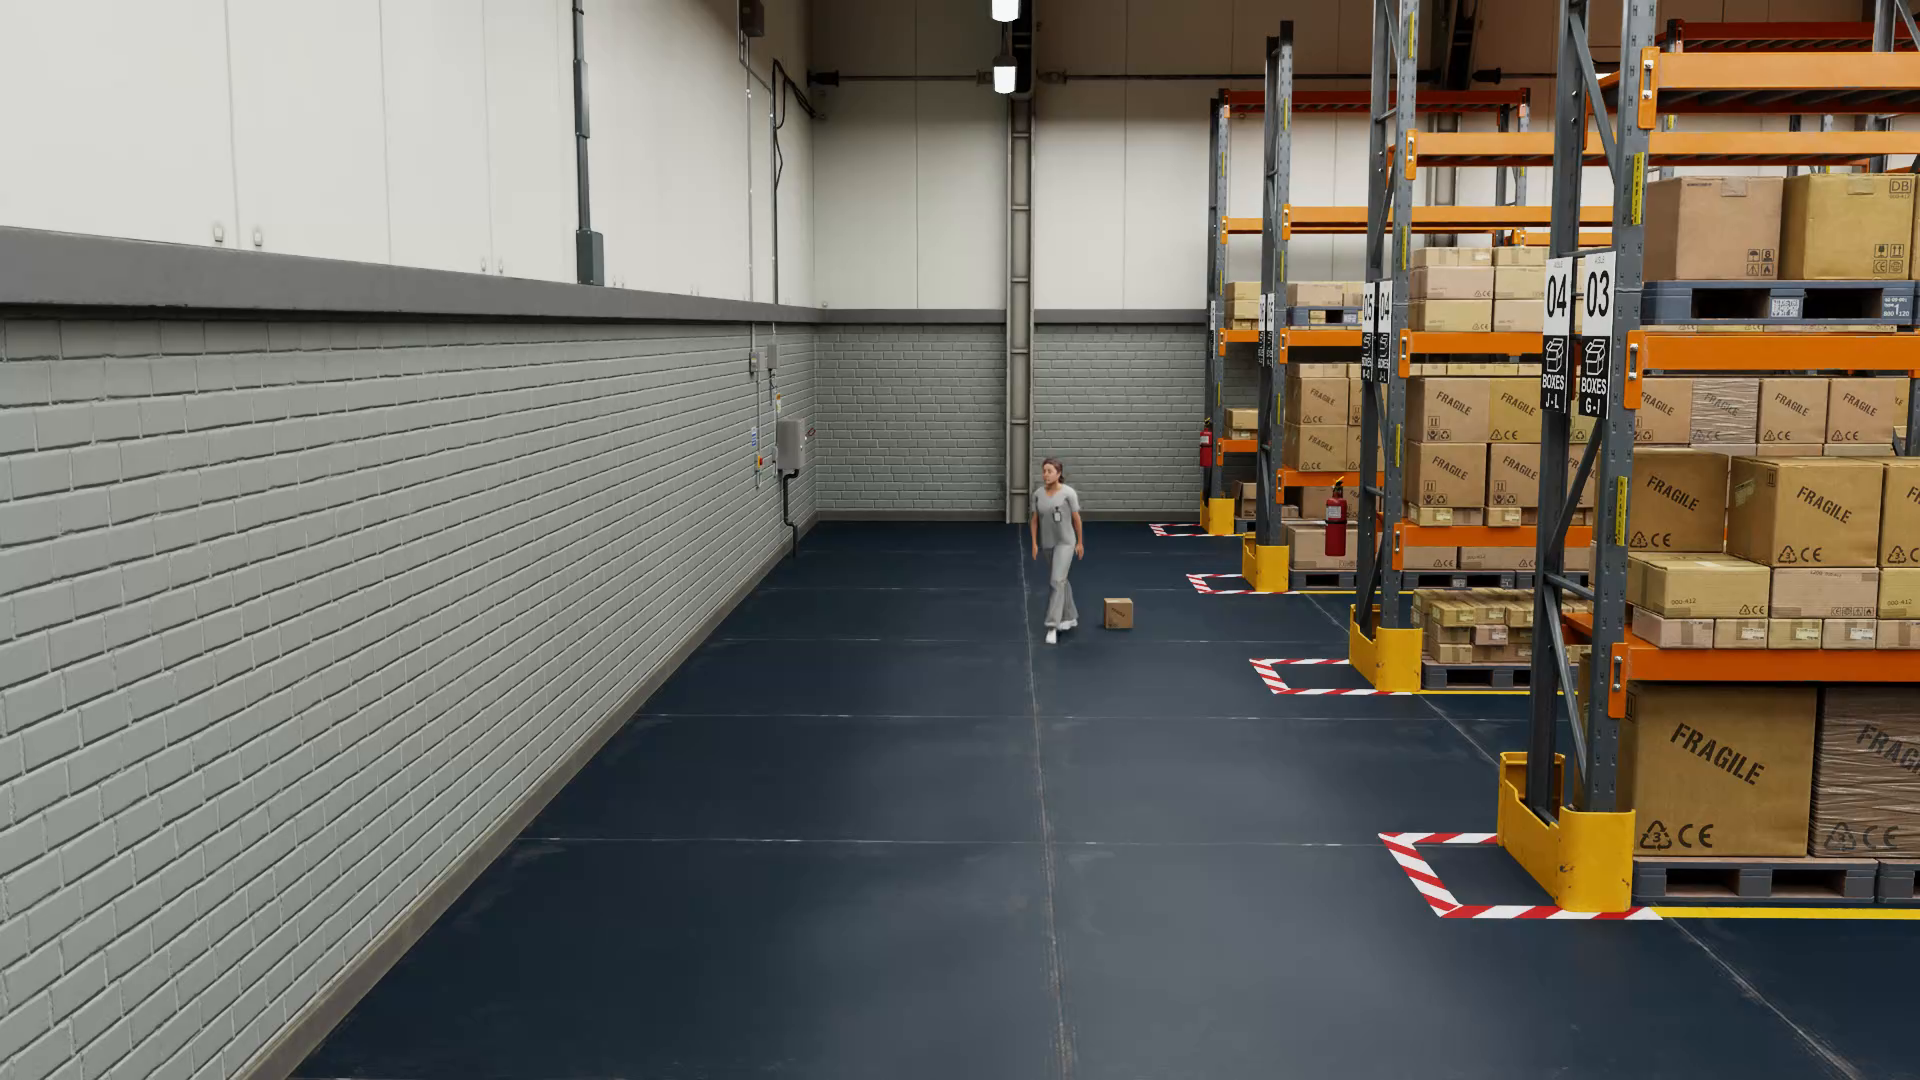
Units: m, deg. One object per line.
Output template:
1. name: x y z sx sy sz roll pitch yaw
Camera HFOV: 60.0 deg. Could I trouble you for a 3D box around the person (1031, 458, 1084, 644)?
1. person: 0.856 0.071 15.284 0.454 1.635 0.844 5 9 32
